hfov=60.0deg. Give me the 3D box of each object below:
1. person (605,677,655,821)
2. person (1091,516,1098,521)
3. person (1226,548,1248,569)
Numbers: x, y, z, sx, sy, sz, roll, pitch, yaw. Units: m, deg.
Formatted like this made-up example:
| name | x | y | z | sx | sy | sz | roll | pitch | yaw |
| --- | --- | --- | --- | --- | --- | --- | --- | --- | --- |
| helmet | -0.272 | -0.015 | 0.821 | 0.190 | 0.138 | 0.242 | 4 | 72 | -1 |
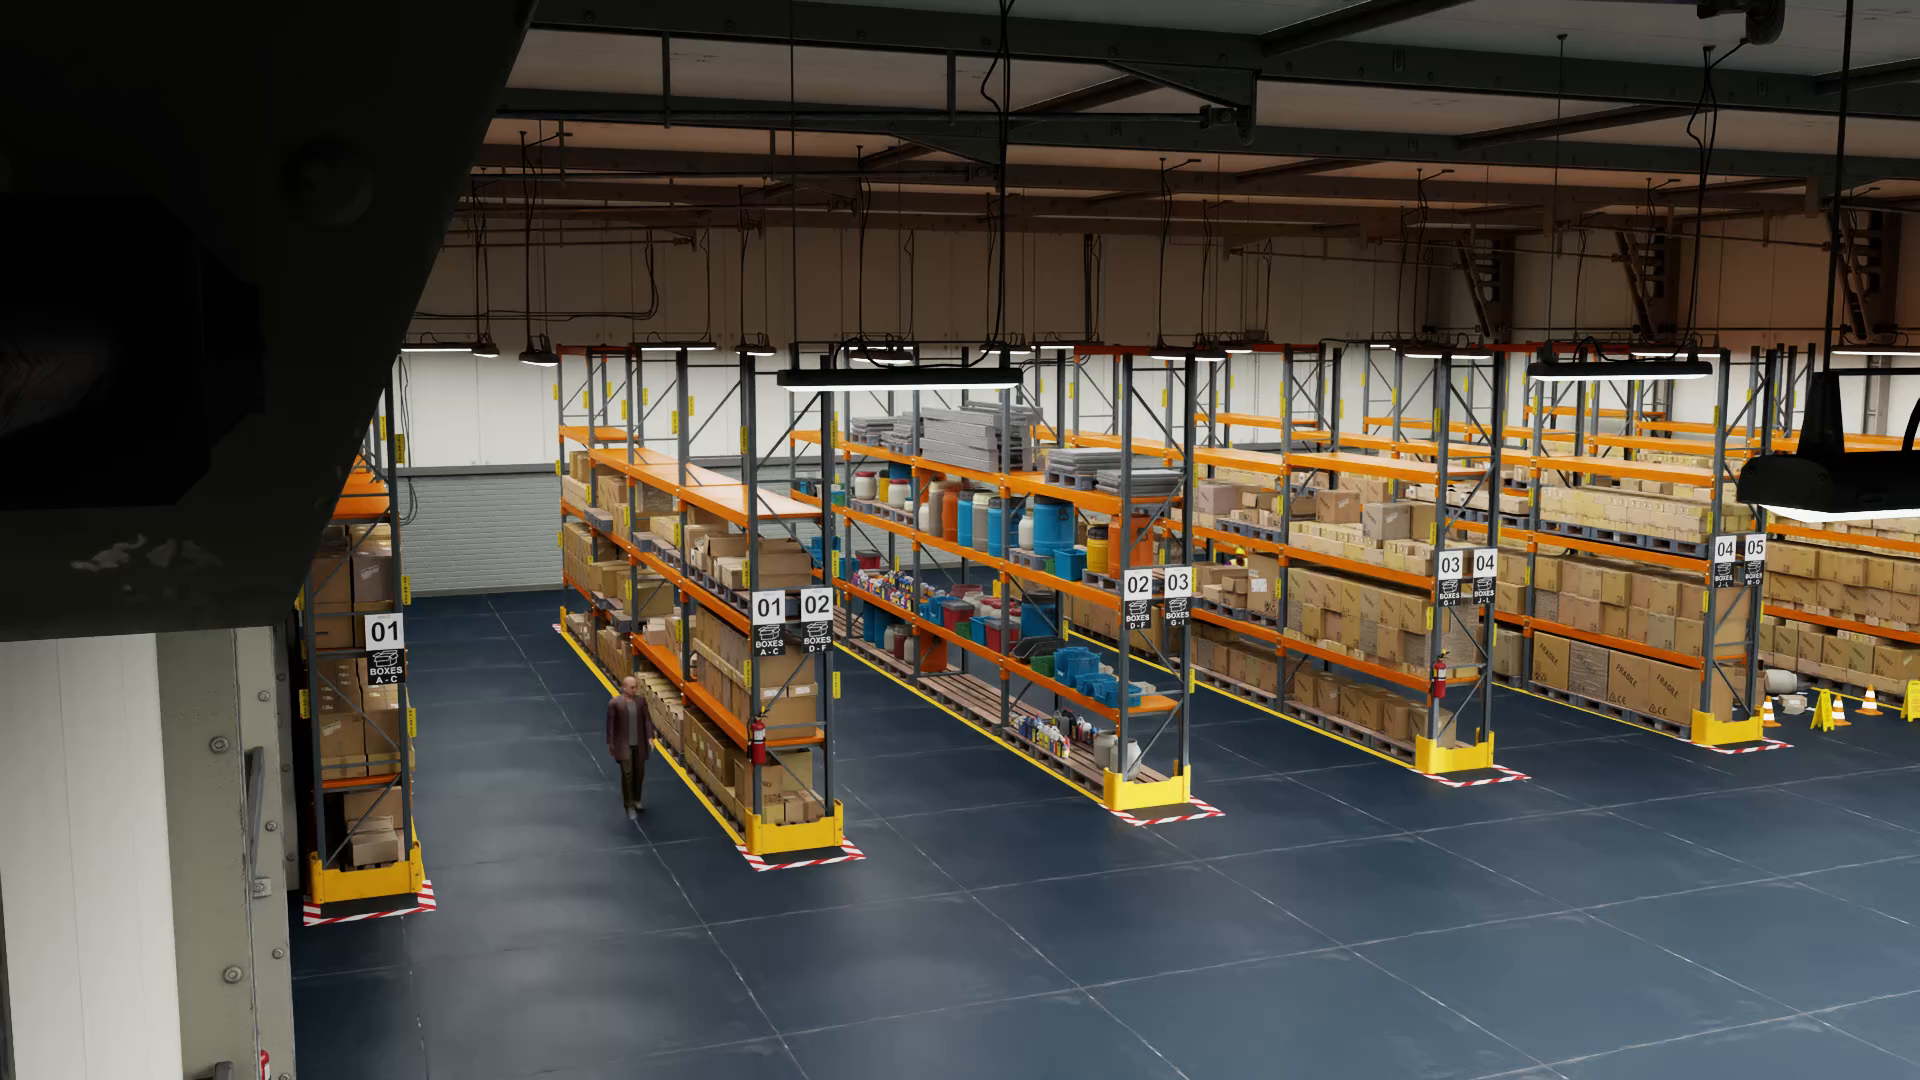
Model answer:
| name | x | y | z | sx | sy | sz | roll | pitch | yaw |
| --- | --- | --- | --- | --- | --- | --- | --- | --- | --- |
| person | -4.267 | 2.714 | 21.788 | 0.593 | 1.808 | 0.732 | -5 | 9 | -33 |
| person | 3.447 | 0.096 | 43.065 | 0.576 | 1.513 | 0.792 | -1 | 7 | -11 |
| person | 5.992 | 0.974 | 35.712 | 0.752 | 1.666 | 0.691 | -2 | 7 | -12 |
